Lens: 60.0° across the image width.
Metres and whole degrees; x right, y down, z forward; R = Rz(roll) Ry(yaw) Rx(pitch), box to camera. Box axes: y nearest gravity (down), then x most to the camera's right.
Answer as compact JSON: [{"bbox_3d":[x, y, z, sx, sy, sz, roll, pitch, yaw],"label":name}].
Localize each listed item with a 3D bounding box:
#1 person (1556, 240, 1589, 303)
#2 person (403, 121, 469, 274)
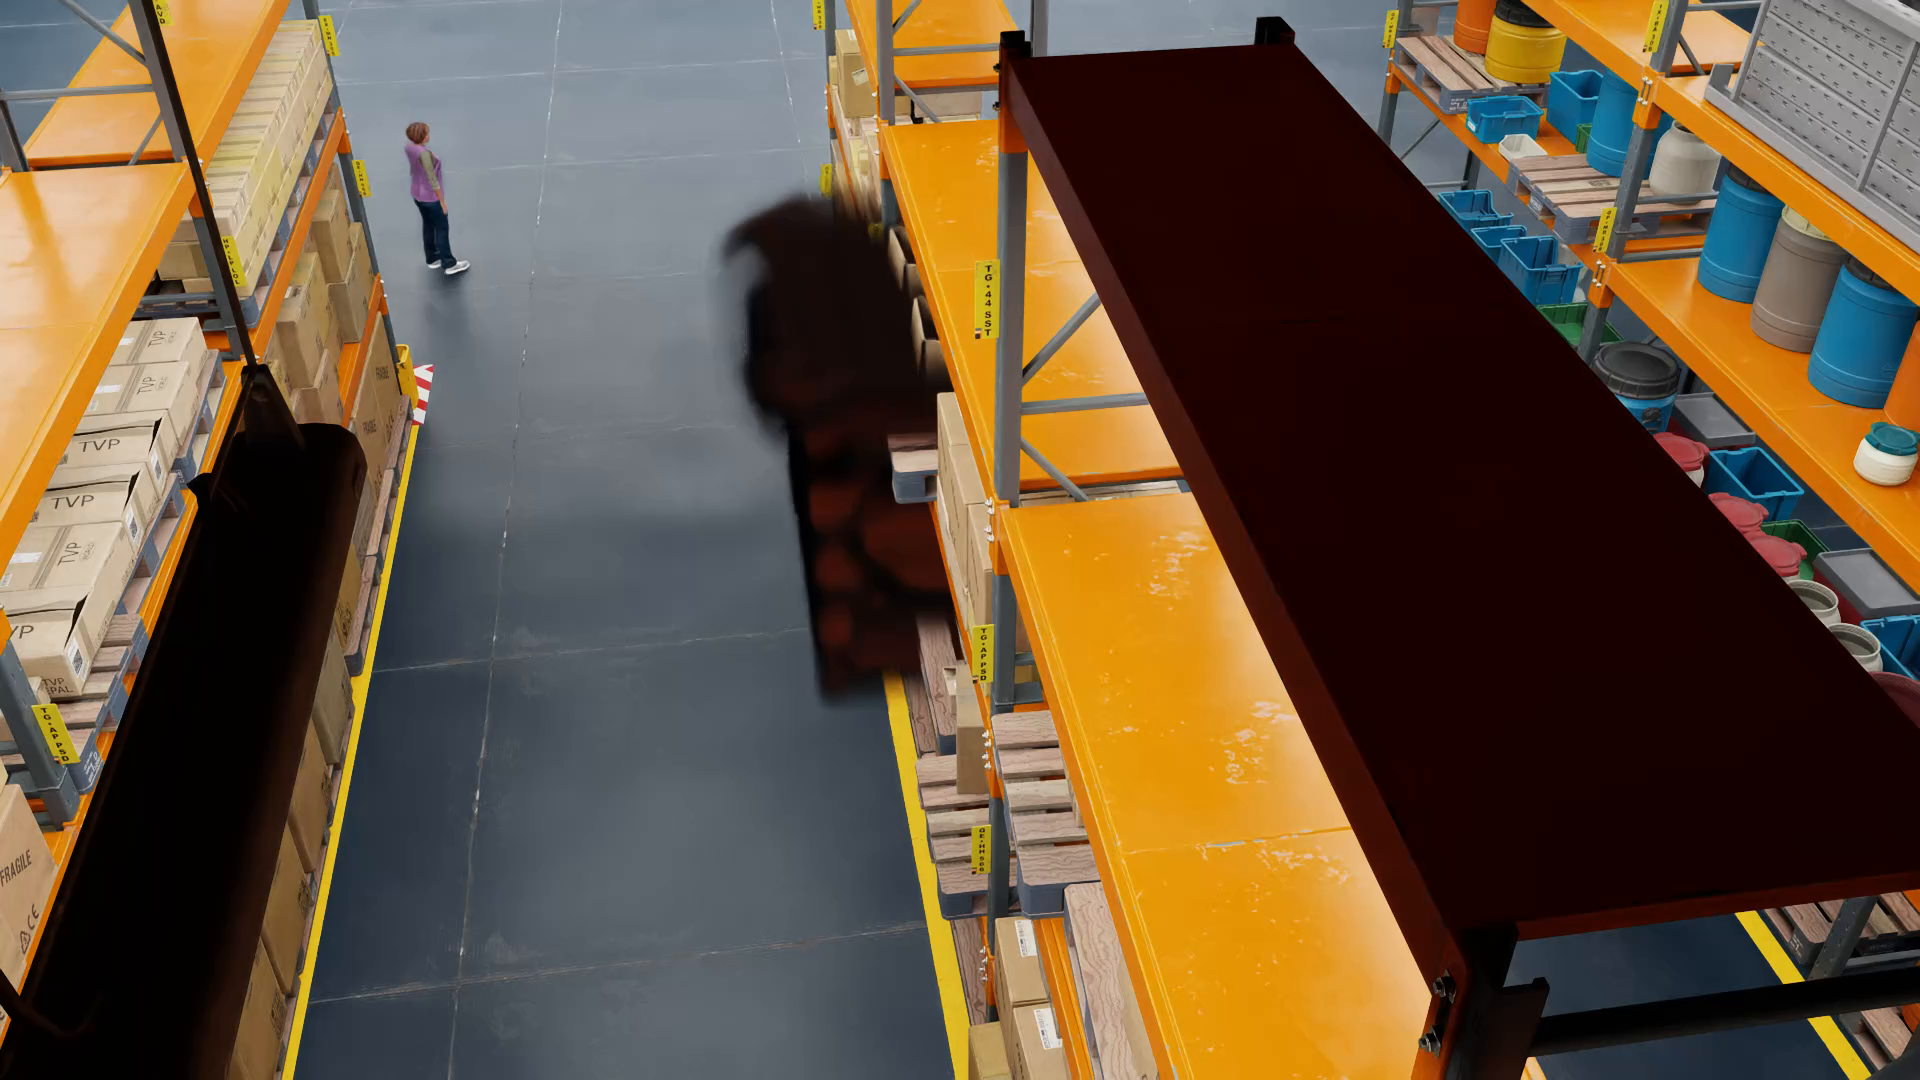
[{"bbox_3d":[5.889,-2.791,15.890,0.459,1.705,0.559,1,36,2],"label":"person"},{"bbox_3d":[-5.332,-3.467,16.806,0.388,1.601,0.471,-31,46,-35],"label":"person"}]
